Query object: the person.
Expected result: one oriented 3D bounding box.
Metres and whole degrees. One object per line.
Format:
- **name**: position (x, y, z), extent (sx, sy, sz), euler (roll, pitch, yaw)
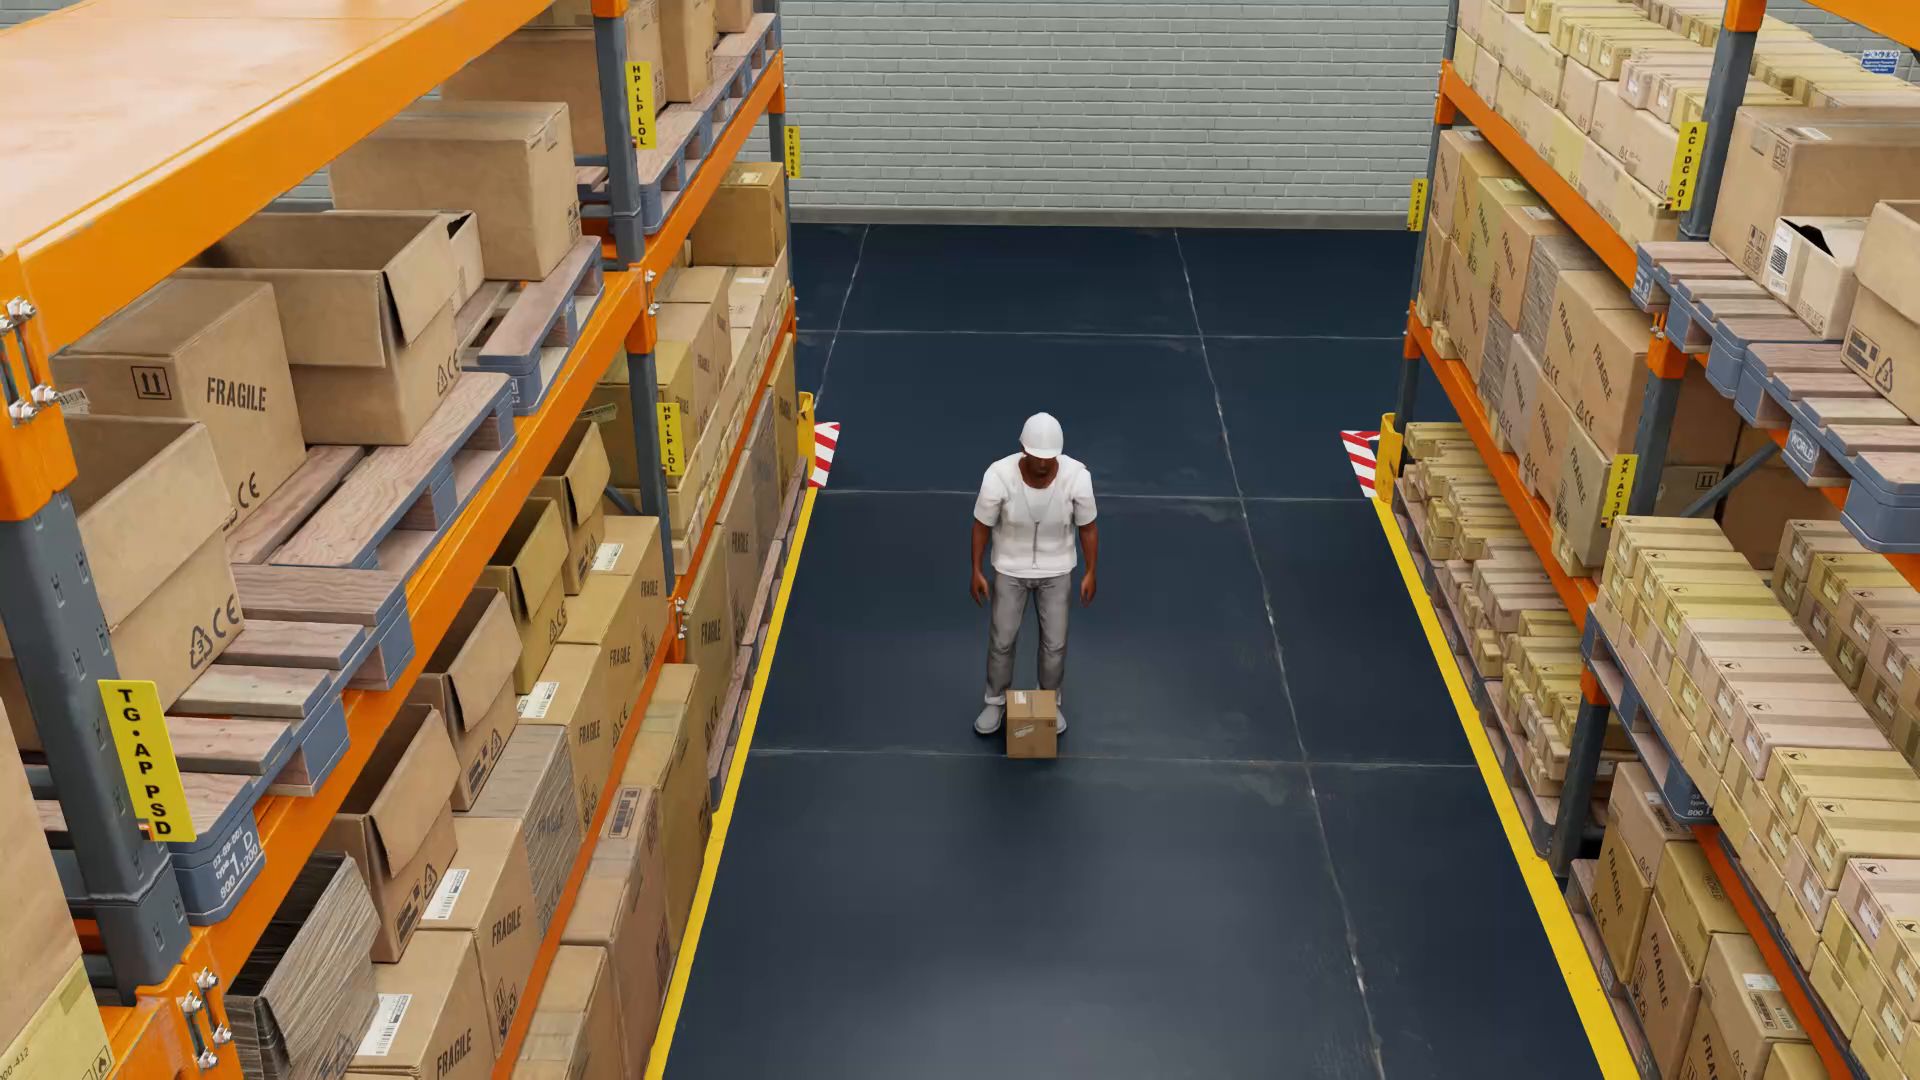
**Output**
- **person**: position (0.367, 0.165, 8.292), extent (0.637, 1.757, 0.456), euler (0, 28, 0)
